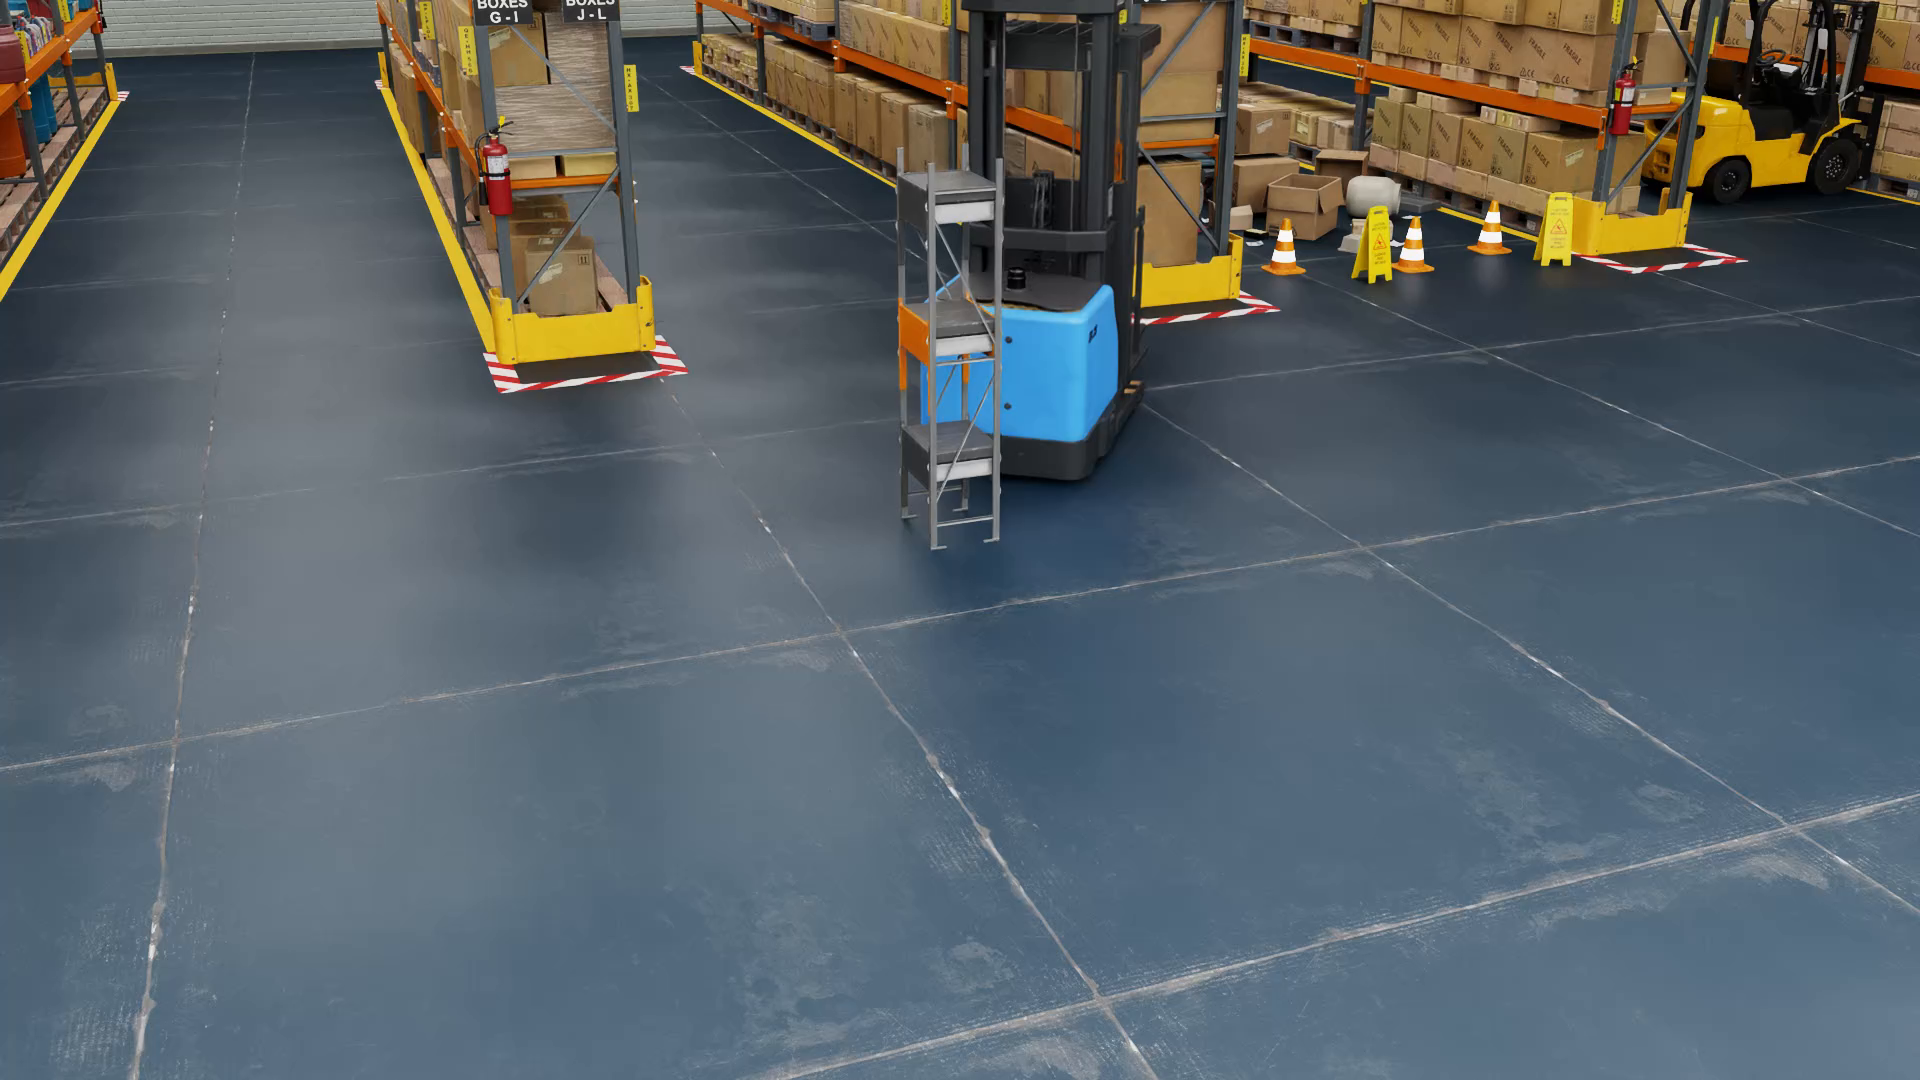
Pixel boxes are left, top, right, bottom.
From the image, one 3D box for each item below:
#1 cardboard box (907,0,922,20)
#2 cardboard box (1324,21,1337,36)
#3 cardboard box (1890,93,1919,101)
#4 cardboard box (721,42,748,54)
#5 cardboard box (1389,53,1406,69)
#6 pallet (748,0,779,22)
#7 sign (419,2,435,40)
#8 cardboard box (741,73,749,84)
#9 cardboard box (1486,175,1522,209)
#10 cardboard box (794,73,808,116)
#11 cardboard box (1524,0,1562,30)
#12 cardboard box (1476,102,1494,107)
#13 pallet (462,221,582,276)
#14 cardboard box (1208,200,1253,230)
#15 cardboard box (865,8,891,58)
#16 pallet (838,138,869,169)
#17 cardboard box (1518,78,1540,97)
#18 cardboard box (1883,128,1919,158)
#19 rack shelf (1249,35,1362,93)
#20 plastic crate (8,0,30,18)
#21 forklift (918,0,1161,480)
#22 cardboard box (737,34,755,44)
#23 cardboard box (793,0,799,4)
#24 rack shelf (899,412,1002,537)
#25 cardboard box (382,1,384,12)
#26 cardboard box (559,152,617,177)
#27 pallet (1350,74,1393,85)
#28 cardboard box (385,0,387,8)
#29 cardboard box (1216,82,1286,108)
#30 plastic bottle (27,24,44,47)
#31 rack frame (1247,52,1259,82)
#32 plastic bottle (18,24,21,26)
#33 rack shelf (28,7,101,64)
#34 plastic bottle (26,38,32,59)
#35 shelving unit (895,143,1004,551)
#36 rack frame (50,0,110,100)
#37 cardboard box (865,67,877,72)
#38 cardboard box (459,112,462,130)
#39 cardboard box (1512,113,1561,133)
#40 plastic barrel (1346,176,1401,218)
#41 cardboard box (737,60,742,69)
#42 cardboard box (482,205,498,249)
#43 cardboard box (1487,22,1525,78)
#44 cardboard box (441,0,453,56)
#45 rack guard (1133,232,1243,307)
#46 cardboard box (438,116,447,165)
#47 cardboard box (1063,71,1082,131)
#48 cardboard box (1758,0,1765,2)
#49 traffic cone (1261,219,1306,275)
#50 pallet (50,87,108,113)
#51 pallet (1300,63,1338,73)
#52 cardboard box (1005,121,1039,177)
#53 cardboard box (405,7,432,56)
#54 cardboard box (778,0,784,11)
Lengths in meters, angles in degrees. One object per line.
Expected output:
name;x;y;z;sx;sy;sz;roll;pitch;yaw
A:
cardboard box;-0.172;-5.945;18.076;0.700;0.500;0.500;-8;24;-19
cardboard box;4.450;-5.929;19.238;0.380;0.149;0.250;-9;25;-21
cardboard box;10.682;-4.785;18.453;0.500;0.250;0.500;-9;24;-19
cardboard box;-3.517;-7.690;25.996;0.380;0.149;0.250;-8;24;-18
cardboard box;4.915;-5.245;18.156;0.380;0.149;0.250;-8;24;-17
pallet;-2.321;-7.409;23.213;1.003;0.211;1.213;-8;24;-19
sign;-4.823;-4.700;15.049;0.100;0.325;0.005;-8;24;-19
cardboard box;-3.080;-6.963;25.039;0.380;0.149;0.250;-9;25;-21
cardboard box;5.666;-3.523;16.746;0.500;0.250;0.500;-8;24;-19
cardboard box;-1.901;-5.965;22.219;0.500;0.500;0.500;-9;25;-21
cardboard box;5.823;-5.135;15.772;0.700;0.500;0.500;-8;24;-18
cardboard box;5.608;-4.513;18.130;0.500;0.500;0.500;-8;24;-18
pallet;-4.034;-2.720;15.432;1.003;0.211;1.213;-8;24;-19
cardboard box;2.701;-3.256;16.634;0.396;0.266;0.258;-4;23;-10
cardboard box;-0.776;-5.820;19.067;0.500;0.500;0.500;-8;24;-19
pallet;-0.834;-4.760;20.271;1.003;0.211;1.213;-8;24;-19
cardboard box;5.664;-4.404;16.159;0.380;0.149;0.250;-8;24;-18
cardboard box;10.390;-4.307;17.964;0.500;0.250;0.500;-9;24;-20
rack shelf;4.260;-5.999;20.548;1.077;0.370;4.000;-8;24;-19
plastic crate;-12.933;-7.262;22.756;0.416;0.233;0.300;-8;24;-19
forklift;0.651;-2.250;10.815;1.130;2.935;3.031;6;24;15
cardboard box;-3.409;-8.145;27.078;0.380;0.149;0.250;-8;24;-18
cardboard box;-1.922;-6.956;21.292;0.380;0.149;0.250;-8;24;-19
rack shelf;-0.058;-0.370;9.262;0.431;0.518;0.480;-8;24;-19
cardboard box;-8.088;-7.661;23.887;0.380;0.149;0.250;-8;24;-18
cardboard box;-2.769;-2.811;12.382;0.380;0.149;0.250;-8;24;-19
pallet;7.105;-7.618;27.052;1.003;0.211;1.213;-8;24;-19
cardboard box;-7.717;-7.531;23.066;0.500;0.250;0.500;-8;24;-17
cardboard box;3.743;-5.833;22.071;0.950;0.372;0.625;-10;25;-23
plastic bottle;-11.016;-5.999;19.782;0.152;0.276;0.135;-8;24;-19
rack frame;3.553;-7.057;22.132;1.000;3.000;0.127;-8;24;-19
plastic bottle;-11.126;-5.973;19.726;0.097;0.271;0.097;0;23;0
rack shelf;-12.471;-6.867;22.606;1.077;0.370;4.000;-8;24;-19
plastic bottle;-10.567;-5.592;18.806;0.061;0.283;0.133;-8;24;-19
shelving unit;-0.058;-1.028;8.985;0.431;2.100;0.503;-8;24;-19
rack frame;-13.178;-7.925;24.190;1.000;3.000;0.127;-8;24;-19
cardboard box;-1.059;-6.012;21.365;0.500;0.250;0.500;-9;25;-21
cardboard box;-4.046;-3.558;14.154;0.380;0.149;0.250;-8;24;-19
cardboard box;5.660;-4.101;16.317;0.380;0.149;0.250;-8;24;-17
plastic barrel;4.233;-3.506;17.024;0.512;0.421;0.421;8;24;18
cardboard box;-3.187;-7.269;25.380;0.380;0.149;0.250;-8;24;-18
cardboard box;-3.991;-2.928;15.013;0.500;0.500;0.500;-1;23;-2
cardboard box;5.584;-4.858;16.402;0.500;0.500;0.500;-8;24;-19
cardboard box;-4.029;-4.327;13.854;0.500;0.500;0.500;-8;24;-19
rack guard;1.793;-2.274;14.002;1.175;0.500;0.348;-8;24;-19
cardboard box;-5.462;-4.508;18.735;0.700;0.500;0.500;-10;25;-22
cardboard box;1.396;-3.829;14.280;0.875;0.550;0.550;-8;24;-19
cardboard box;9.568;-6.386;19.574;0.380;0.149;0.250;-8;24;-18
traffic cone;2.925;-2.653;14.950;0.336;0.463;0.334;-8;24;-19
pallet;-12.923;-6.335;24.008;1.003;0.211;1.213;-8;24;-19
pallet;6.541;-8.158;28.334;1.003;0.211;1.213;-8;24;-19
cardboard box;0.850;-3.537;15.976;0.875;0.875;0.875;-8;24;-19
cardboard box;-6.124;-5.889;19.231;0.500;0.500;0.500;-8;24;-17
cardboard box;-2.194;-7.101;22.018;0.380;0.149;0.250;-10;25;-21
